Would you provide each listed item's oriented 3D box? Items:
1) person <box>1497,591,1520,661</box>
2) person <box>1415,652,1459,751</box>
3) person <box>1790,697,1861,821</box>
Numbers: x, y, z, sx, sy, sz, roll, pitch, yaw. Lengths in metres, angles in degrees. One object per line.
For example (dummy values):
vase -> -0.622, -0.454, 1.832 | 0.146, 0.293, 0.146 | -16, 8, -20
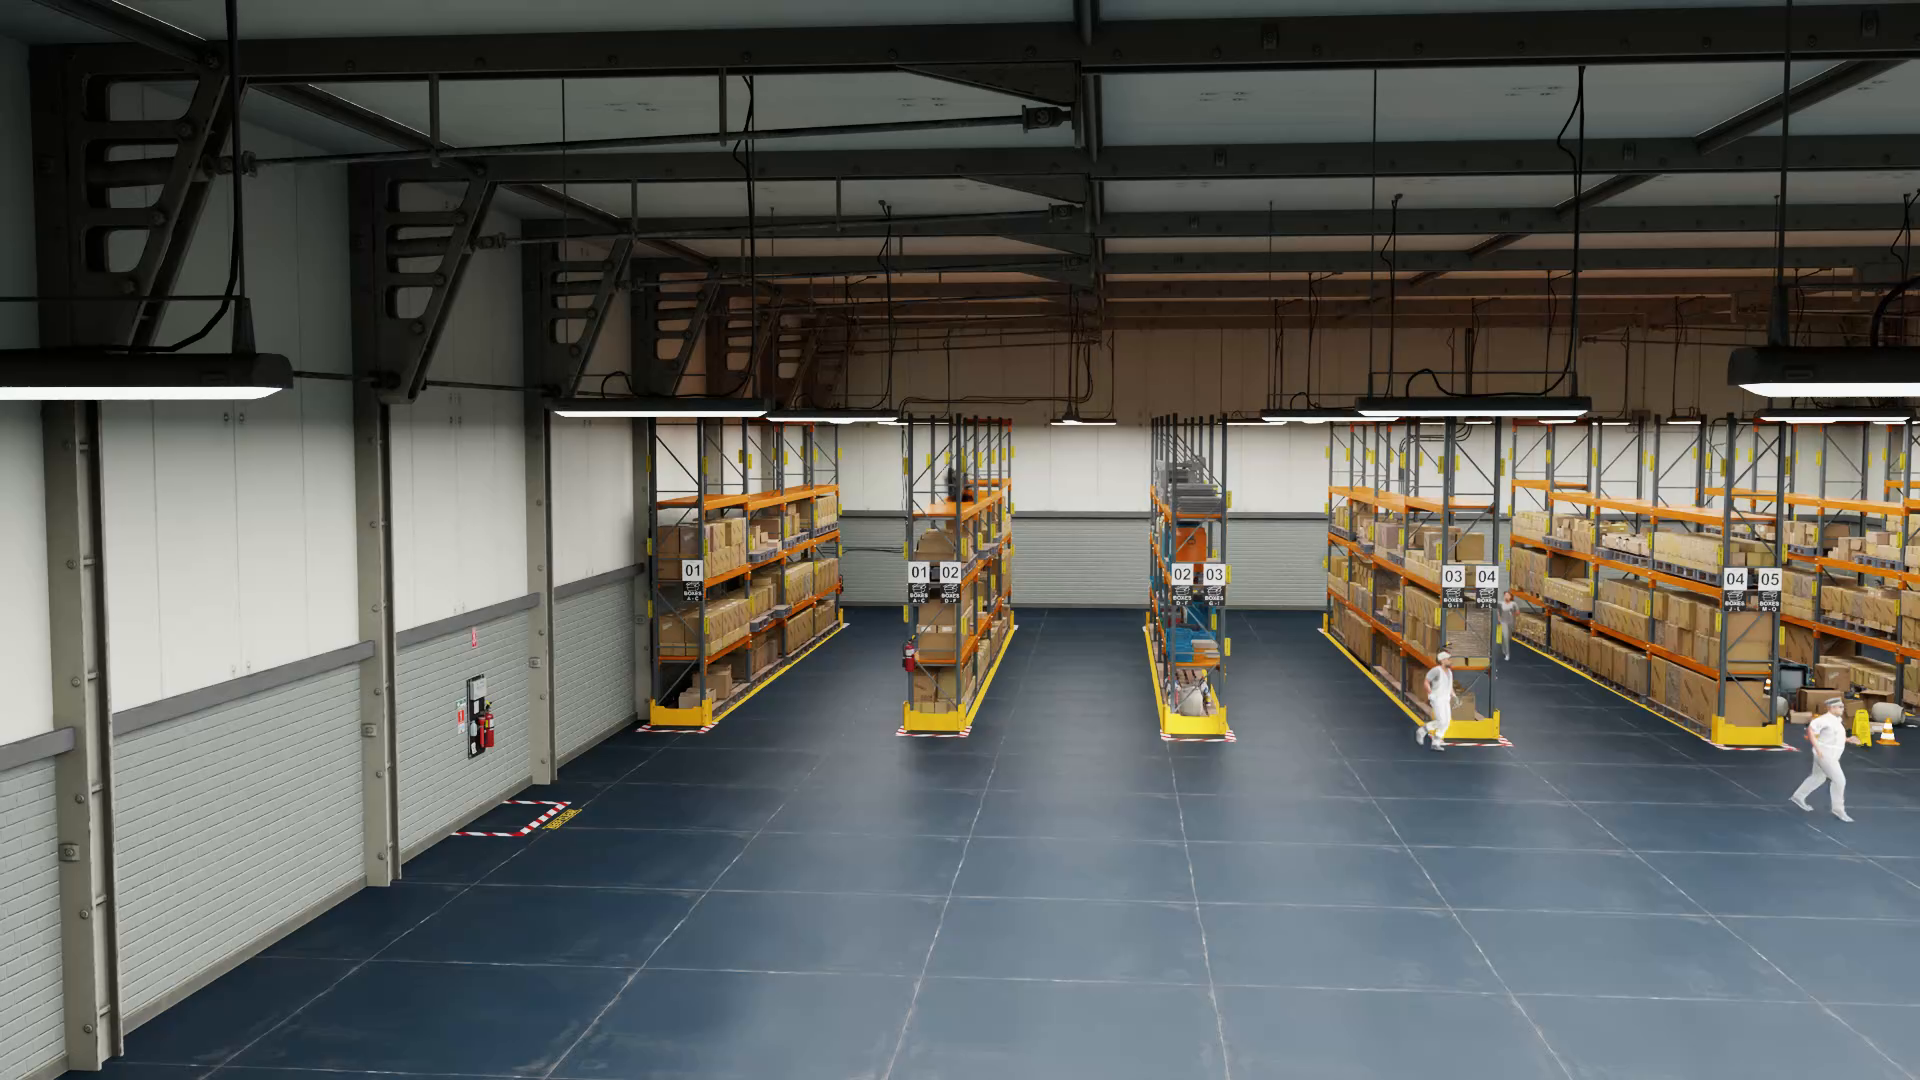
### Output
person -> 13.624, 2.107, 41.346 | 0.553, 1.686, 0.896 | 1, 4, 10
person -> 8.553, 2.859, 29.699 | 0.721, 1.729, 0.584 | -3, 5, -40
person -> 12.774, 3.202, 24.526 | 0.898, 1.825, 0.585 | 3, 5, 35
